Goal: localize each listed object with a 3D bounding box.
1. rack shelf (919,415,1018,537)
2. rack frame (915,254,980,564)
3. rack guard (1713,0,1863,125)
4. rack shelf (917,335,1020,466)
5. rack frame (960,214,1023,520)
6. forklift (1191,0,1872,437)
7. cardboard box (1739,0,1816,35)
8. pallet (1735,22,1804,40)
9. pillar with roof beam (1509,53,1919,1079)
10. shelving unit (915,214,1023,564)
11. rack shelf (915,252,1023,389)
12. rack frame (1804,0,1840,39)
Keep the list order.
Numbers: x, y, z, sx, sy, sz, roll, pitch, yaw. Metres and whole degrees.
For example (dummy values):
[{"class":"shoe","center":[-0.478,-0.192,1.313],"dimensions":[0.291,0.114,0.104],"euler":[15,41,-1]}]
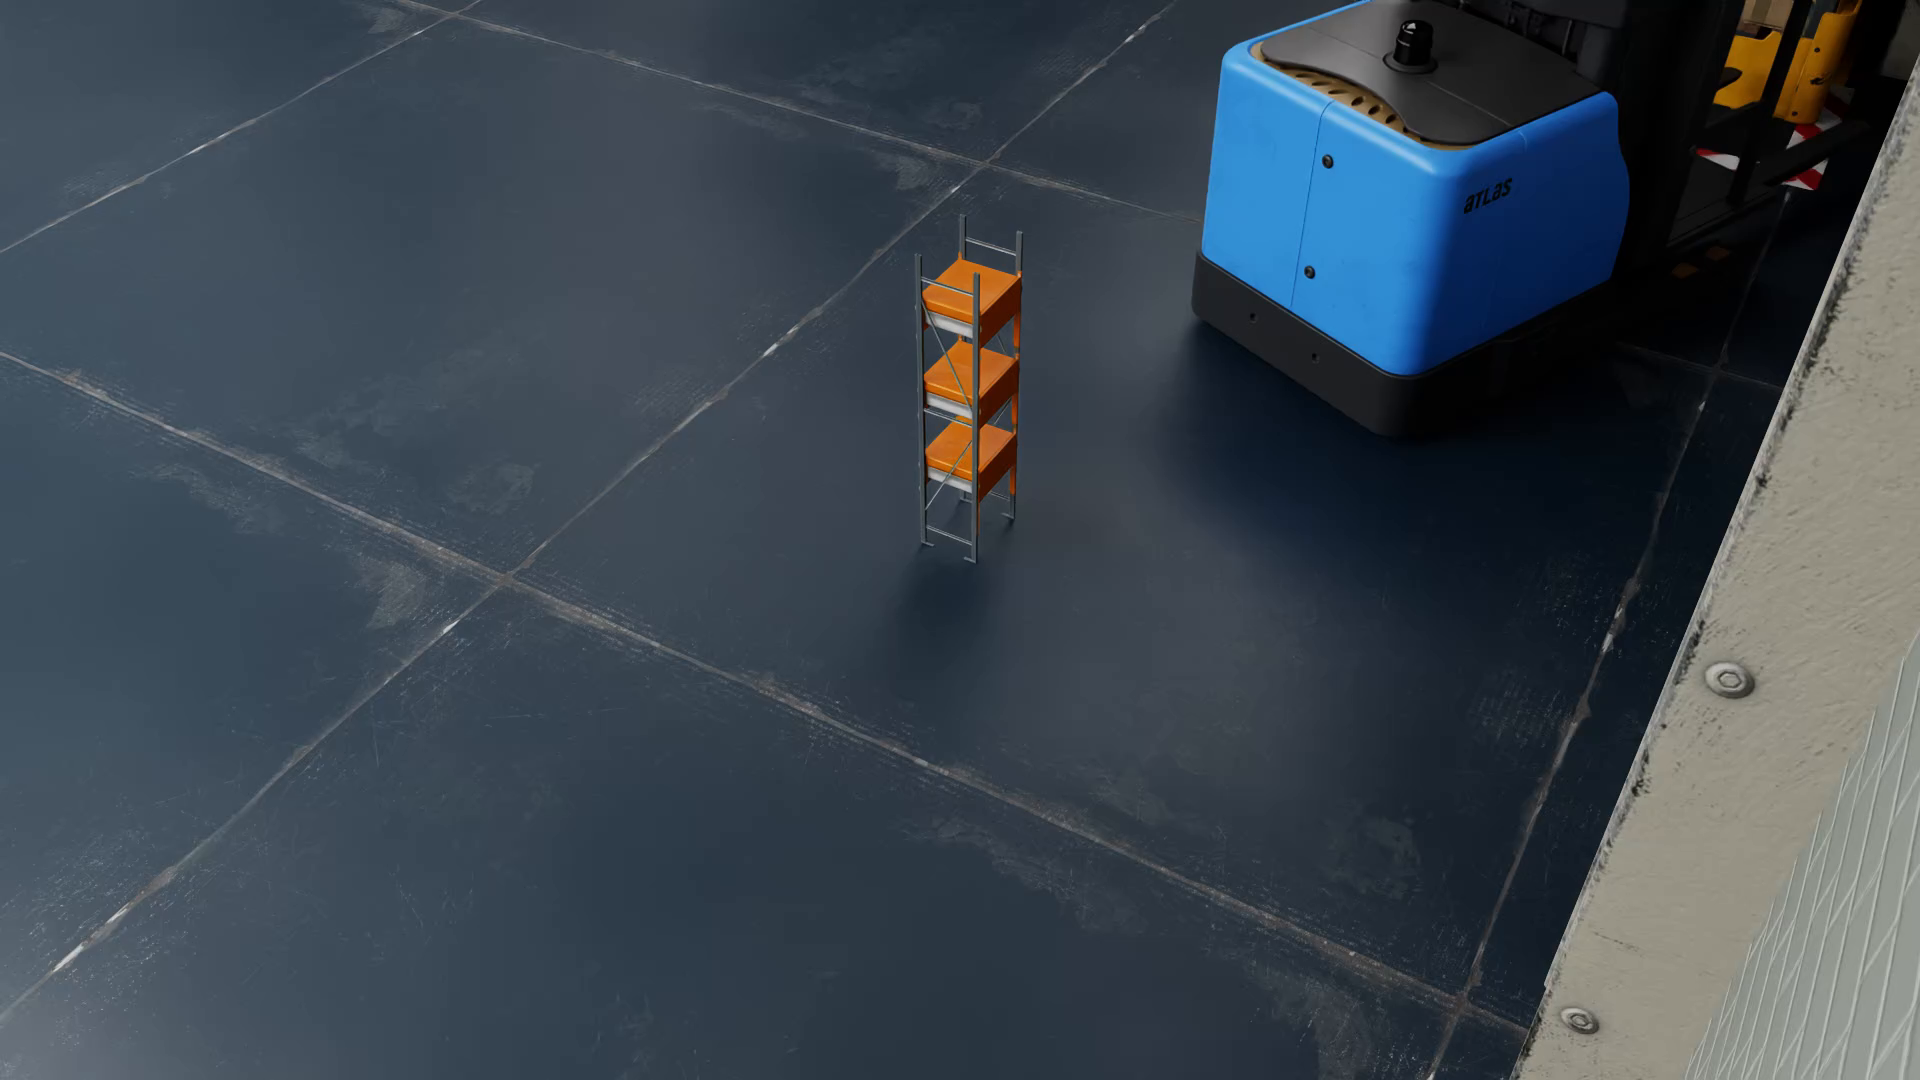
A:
[{"class":"rack shelf","center":[0.027,-0.208,5.128],"dimensions":[0.215,0.259,0.240],"euler":[21,45,22]},{"class":"rack frame","center":[-0.034,-0.355,4.859],"dimensions":[0.200,1.050,0.008],"euler":[21,45,22]},{"class":"rack guard","center":[3.336,-2.294,7.477],"dimensions":[1.175,0.500,0.348],"euler":[21,45,22]},{"class":"rack shelf","center":[0.027,-0.417,4.945],"dimensions":[0.215,0.259,0.240],"euler":[21,45,22]},{"class":"rack frame","center":[0.088,-0.494,5.017],"dimensions":[0.200,1.050,0.008],"euler":[21,45,22]},{"class":"forklift","center":[2.340,-2.229,5.564],"dimensions":[3.031,2.935,1.130],"euler":[-26,47,-26]},{"class":"cardboard box","center":[3.763,-2.588,7.682],"dimensions":[0.500,0.250,0.500],"euler":[21,46,22]},{"class":"pallet","center":[3.694,-2.651,8.101],"dimensions":[1.003,0.211,1.213],"euler":[21,45,22]},{"class":"pillar with roof beam","center":[-2.253,-3.588,2.516],"dimensions":[9.100,9.000,0.400],"euler":[21,45,22]},{"class":"shelving unit","center":[0.027,-0.425,4.938],"dimensions":[0.215,1.050,0.252],"euler":[21,45,22]},{"class":"rack shelf","center":[0.027,-0.630,4.757],"dimensions":[0.215,0.259,0.240],"euler":[21,45,22]},{"class":"rack frame","center":[3.348,-3.246,6.666],"dimensions":[1.000,3.000,0.127],"euler":[21,45,22]}]
